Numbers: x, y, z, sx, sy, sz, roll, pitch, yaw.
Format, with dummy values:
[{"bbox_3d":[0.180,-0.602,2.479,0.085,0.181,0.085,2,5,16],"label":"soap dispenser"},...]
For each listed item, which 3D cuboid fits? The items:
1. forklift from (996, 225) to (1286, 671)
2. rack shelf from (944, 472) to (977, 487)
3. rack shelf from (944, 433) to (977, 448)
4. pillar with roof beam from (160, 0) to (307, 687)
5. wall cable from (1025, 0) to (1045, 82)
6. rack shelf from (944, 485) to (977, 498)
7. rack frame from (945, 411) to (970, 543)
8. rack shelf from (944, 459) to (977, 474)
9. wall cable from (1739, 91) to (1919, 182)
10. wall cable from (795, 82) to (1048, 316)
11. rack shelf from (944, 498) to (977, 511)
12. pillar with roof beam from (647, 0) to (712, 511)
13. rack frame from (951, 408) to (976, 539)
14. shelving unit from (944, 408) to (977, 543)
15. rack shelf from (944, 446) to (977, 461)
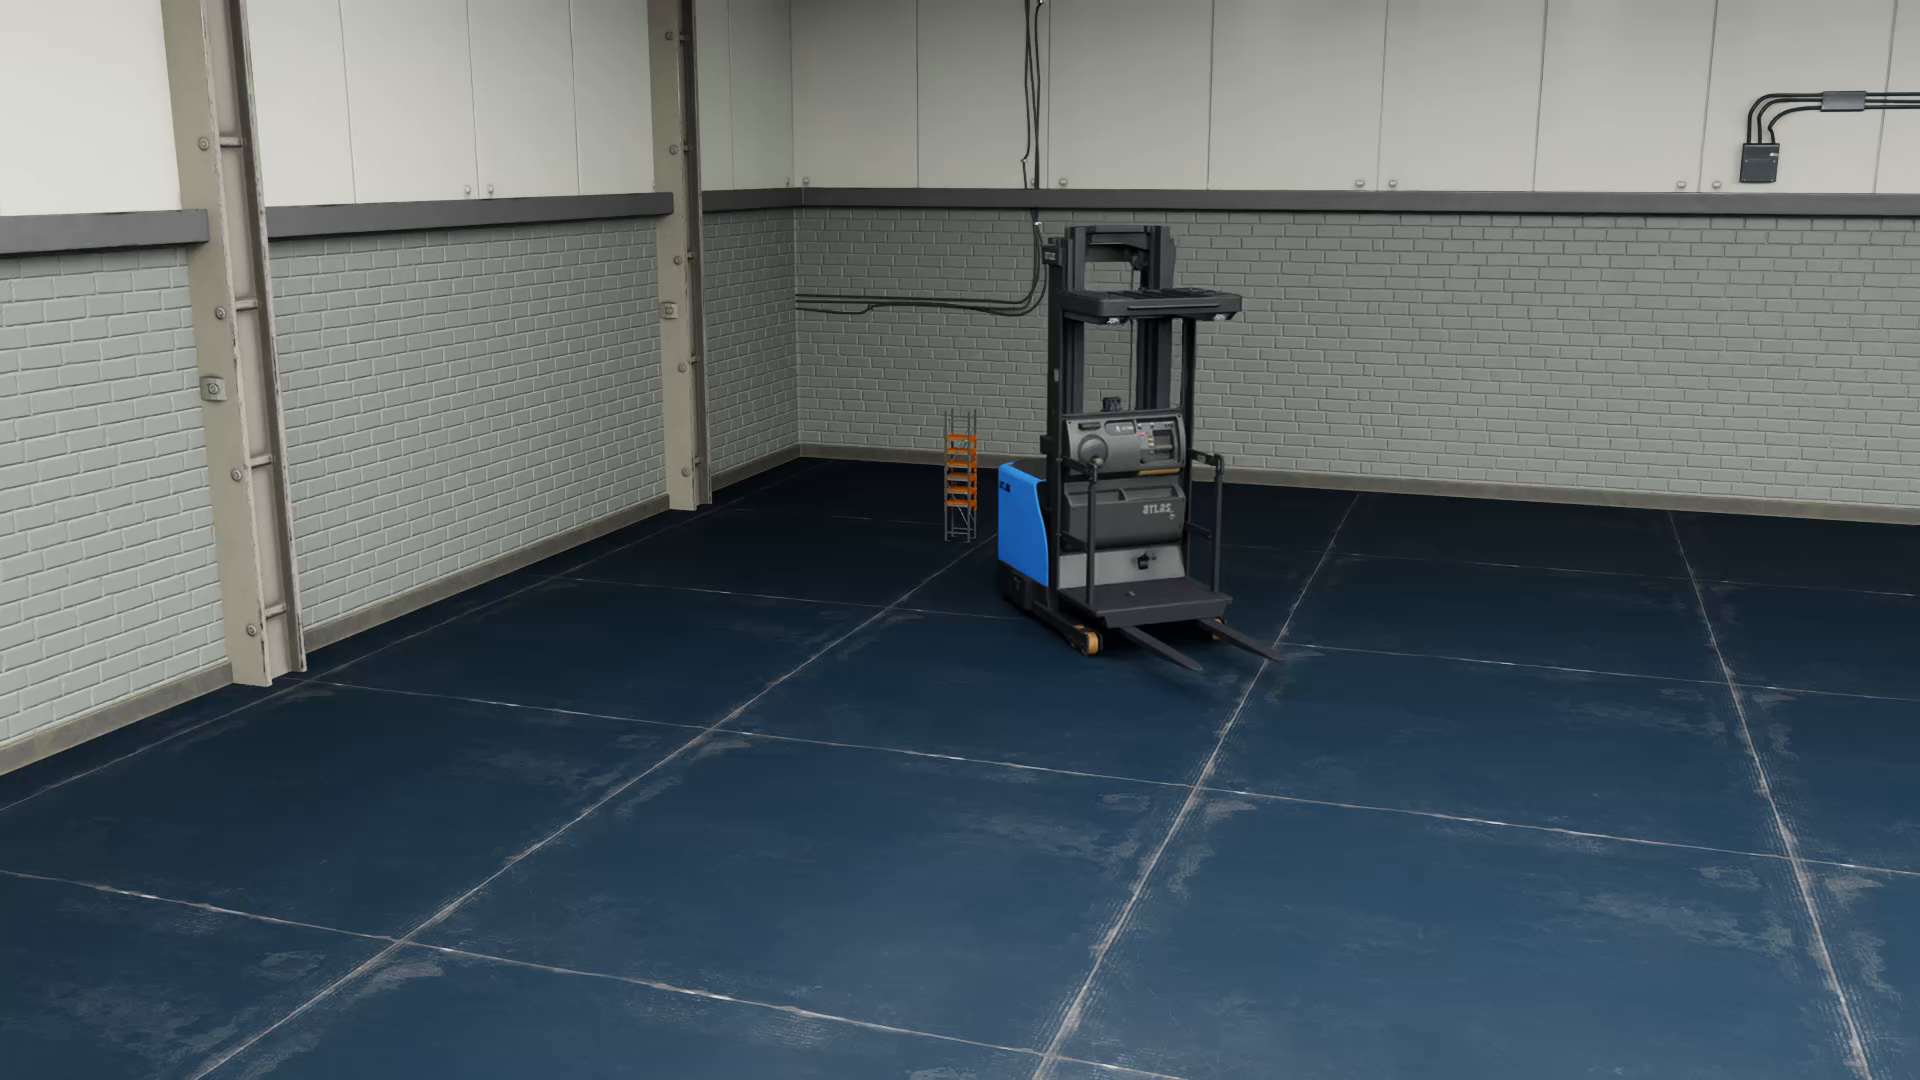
[{"bbox_3d":[1.279,-0.723,11.829,1.130,2.935,3.031,-5,14,-20],"label":"forklift"},{"bbox_3d":[0.005,-0.545,15.140,0.258,0.103,0.180,4,14,18],"label":"rack shelf"},{"bbox_3d":[0.005,-0.896,15.060,0.258,0.103,0.180,4,14,18],"label":"rack shelf"},{"bbox_3d":[-0.592,-3.159,8.868,9.100,9.000,0.400,4,14,18],"label":"pillar with roof beam"},{"bbox_3d":[2.040,-6.011,16.991,3.097,2.526,0.112,4,14,18],"label":"wall cable"},{"bbox_3d":[0.005,-0.428,15.166,0.258,0.103,0.180,4,14,18],"label":"rack shelf"},{"bbox_3d":[-0.025,-0.569,15.045,0.240,1.200,0.006,4,14,18],"label":"rack frame"},{"bbox_3d":[0.005,-0.662,15.113,0.258,0.103,0.180,4,14,18],"label":"rack shelf"},{"bbox_3d":[8.458,-6.229,14.674,2.305,6.003,0.169,4,14,18],"label":"wall cable"},{"bbox_3d":[-0.520,-3.744,18.407,3.097,2.526,0.112,4,14,18],"label":"wall cable"},{"bbox_3d":[0.005,-0.311,15.193,0.258,0.103,0.180,4,14,18],"label":"rack shelf"},{"bbox_3d":[1.349,-4.422,14.403,9.100,9.000,0.400,4,14,18],"label":"pillar with roof beam"},{"bbox_3d":[0.034,-0.607,15.214,0.240,1.200,0.006,4,14,18],"label":"rack frame"},{"bbox_3d":[0.005,-0.588,15.130,0.258,1.200,0.189,4,14,18],"label":"shelving unit"},{"bbox_3d":[0.005,-0.779,15.086,0.258,0.103,0.180,4,14,18],"label":"rack shelf"}]
